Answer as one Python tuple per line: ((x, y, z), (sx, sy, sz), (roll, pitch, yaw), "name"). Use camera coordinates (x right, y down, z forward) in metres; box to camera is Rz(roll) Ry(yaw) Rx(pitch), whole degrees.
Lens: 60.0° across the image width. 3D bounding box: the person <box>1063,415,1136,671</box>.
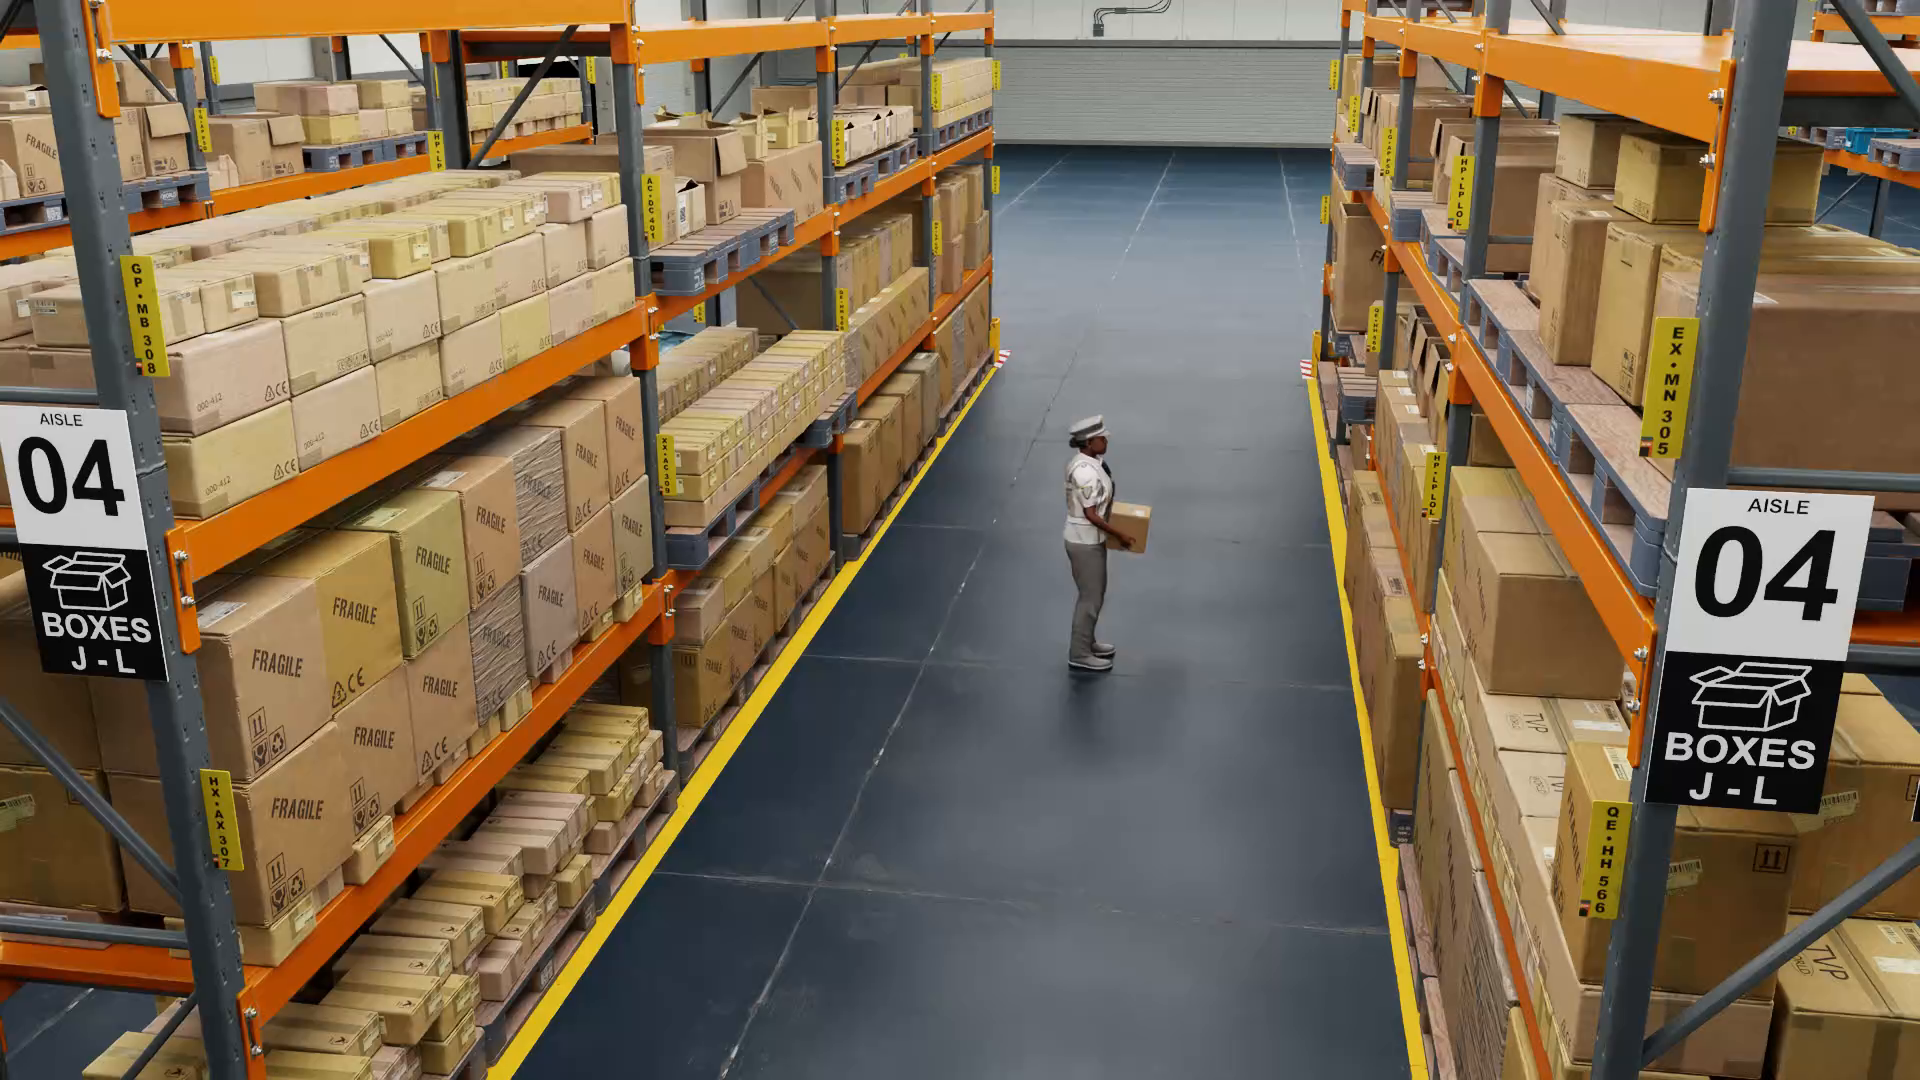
((0.928, 0.004, 10.990), (0.497, 1.692, 0.470), (3, 18, 8), "person")
